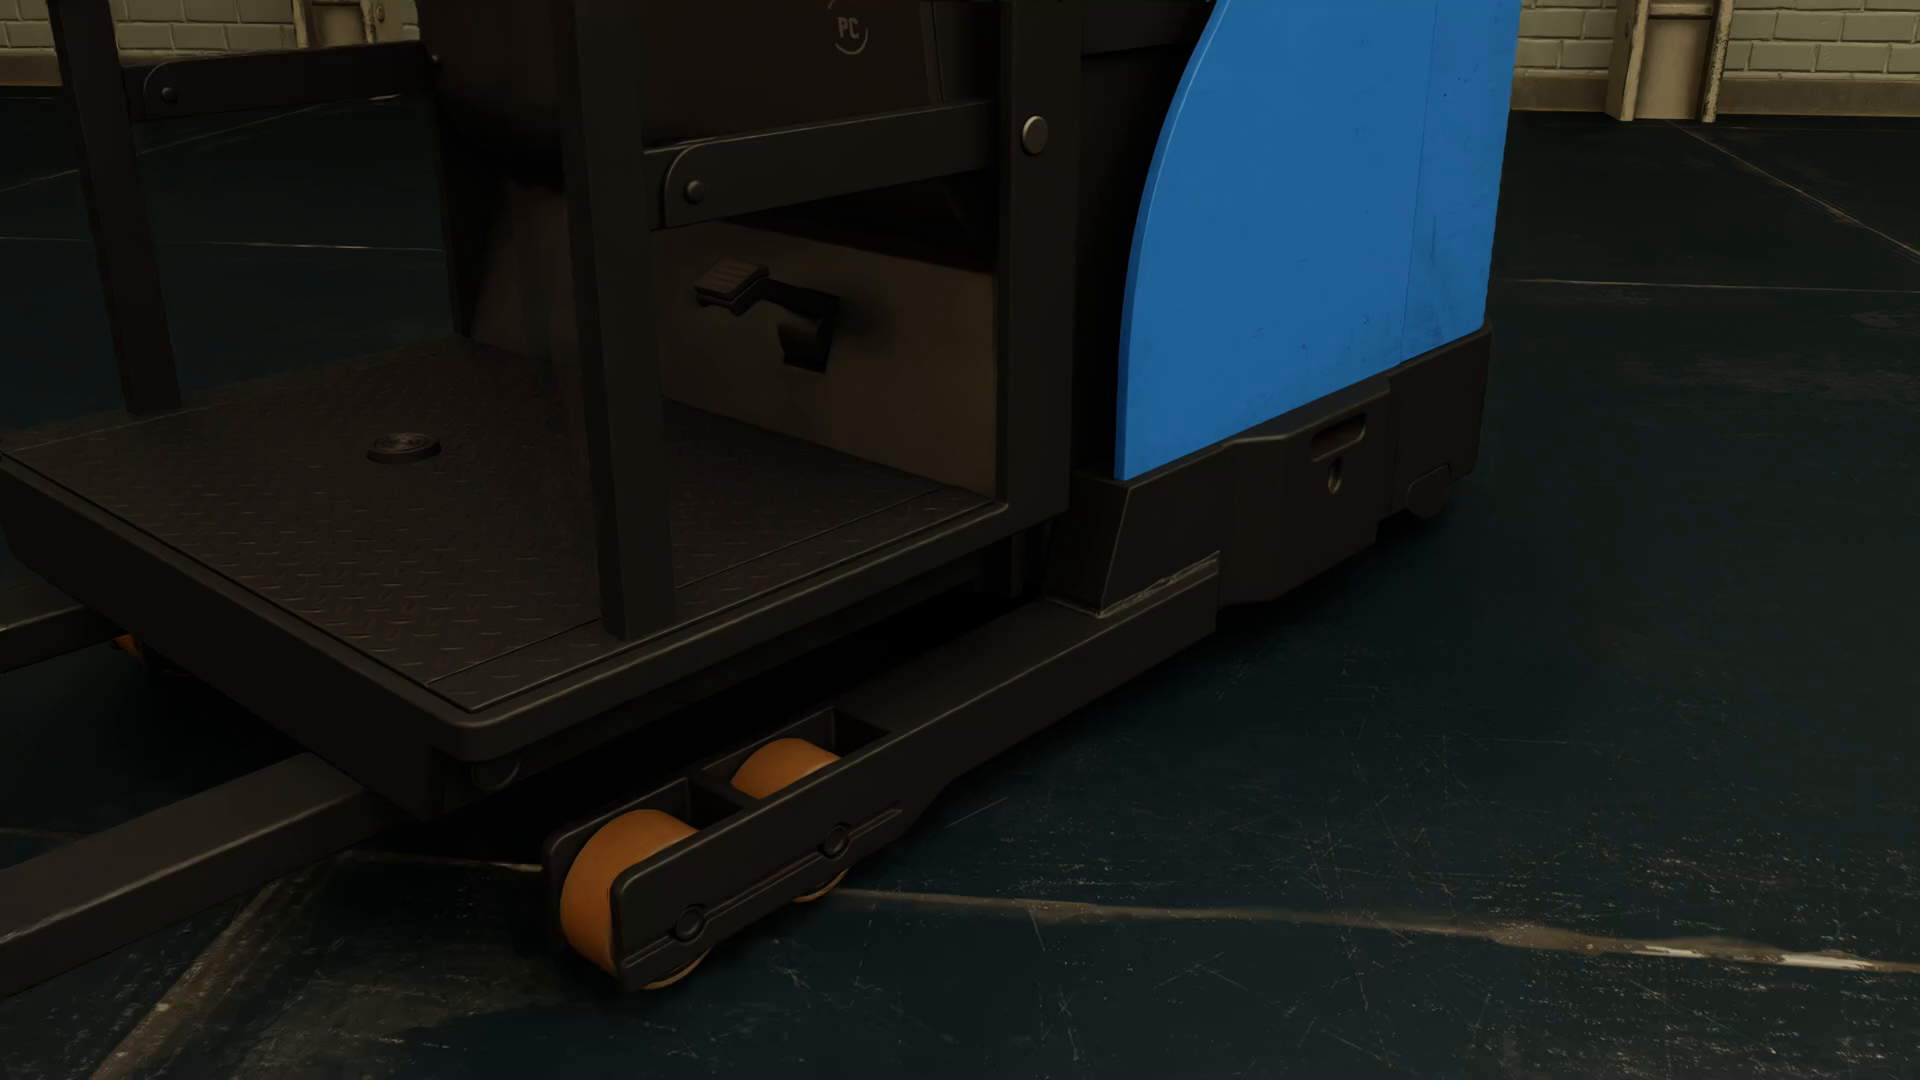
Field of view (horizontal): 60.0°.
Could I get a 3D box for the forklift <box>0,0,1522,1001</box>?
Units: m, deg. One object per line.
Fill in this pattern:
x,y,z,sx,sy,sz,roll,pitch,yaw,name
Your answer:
-0.484,-1.142,1.589,1.130,2.935,3.031,18,28,38,forklift
